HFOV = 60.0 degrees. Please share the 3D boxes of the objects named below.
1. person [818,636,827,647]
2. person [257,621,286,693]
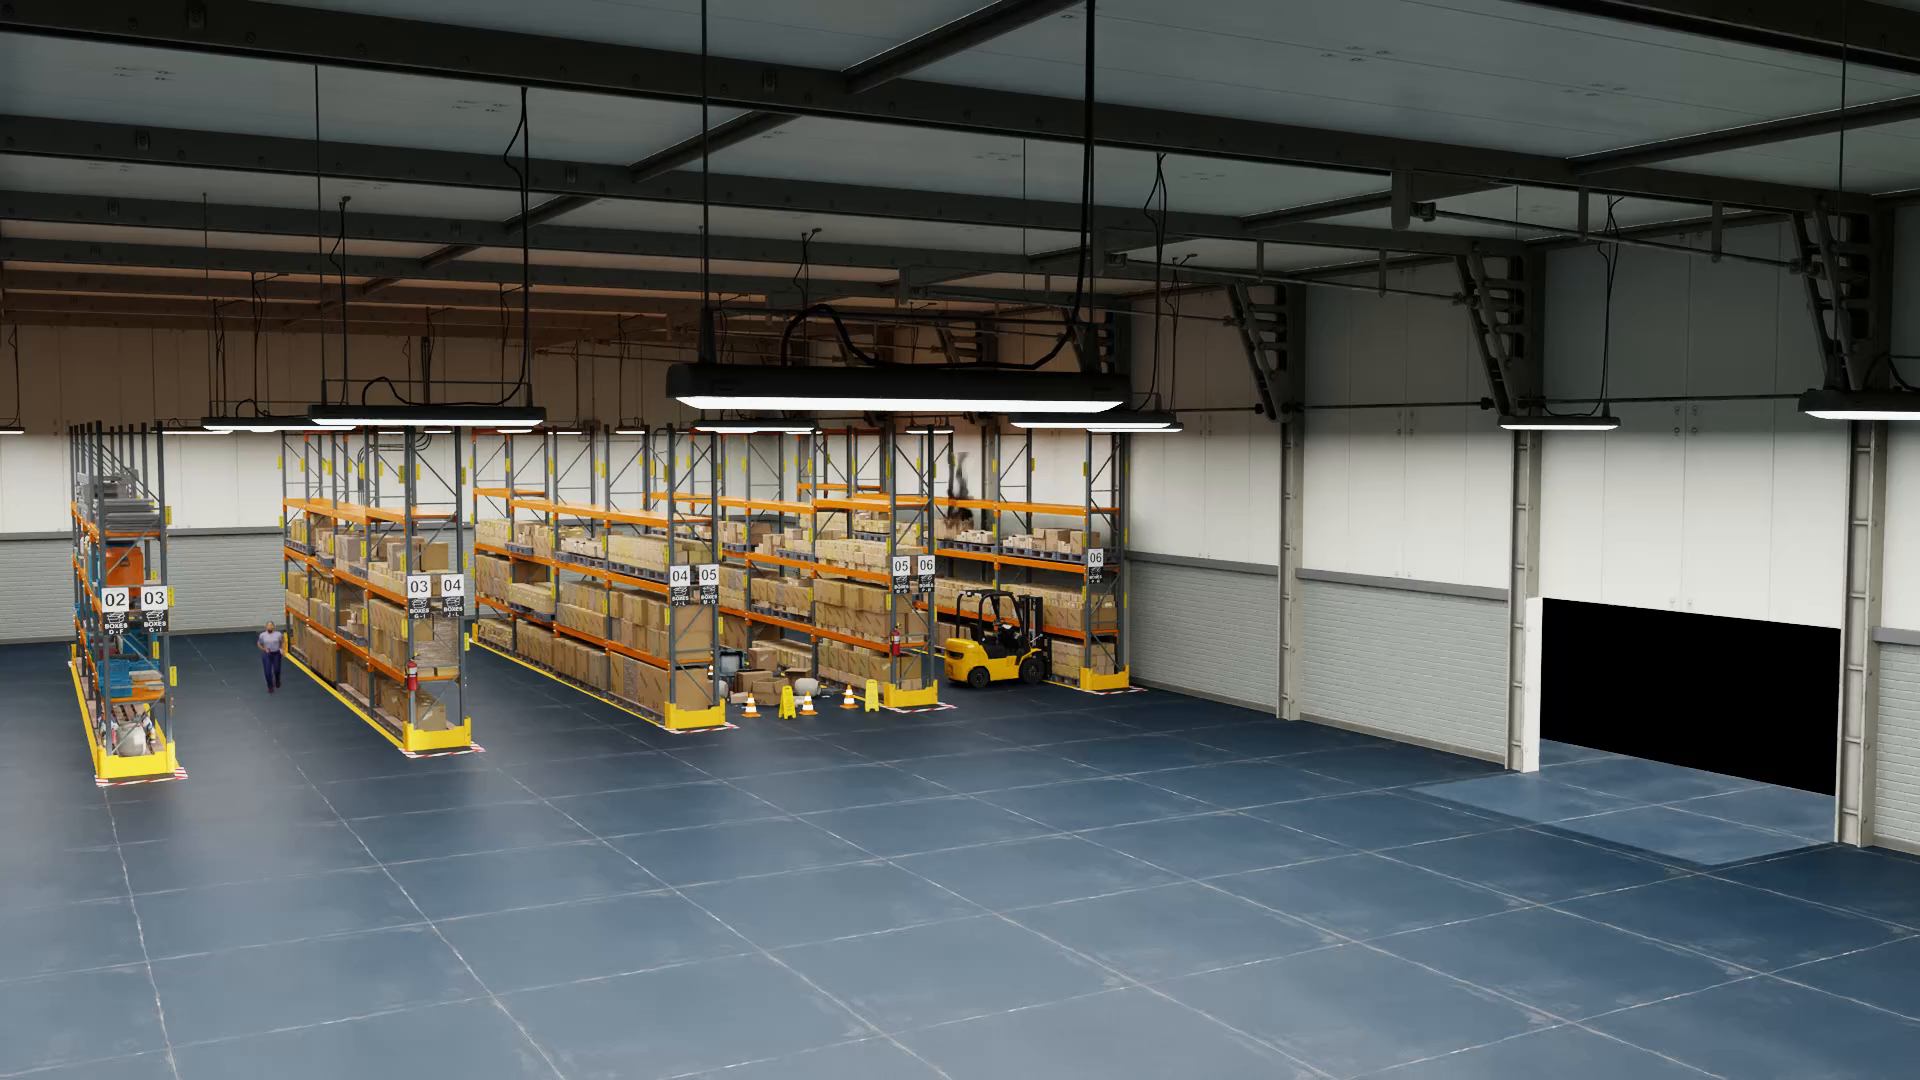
[{"bbox_3d":[-3.523,2.223,43.201,0.581,1.693,0.846,-2,4,-27],"label":"person"},{"bbox_3d":[-15.416,2.622,37.255,0.599,1.608,0.539,-1,4,-22],"label":"person"}]
